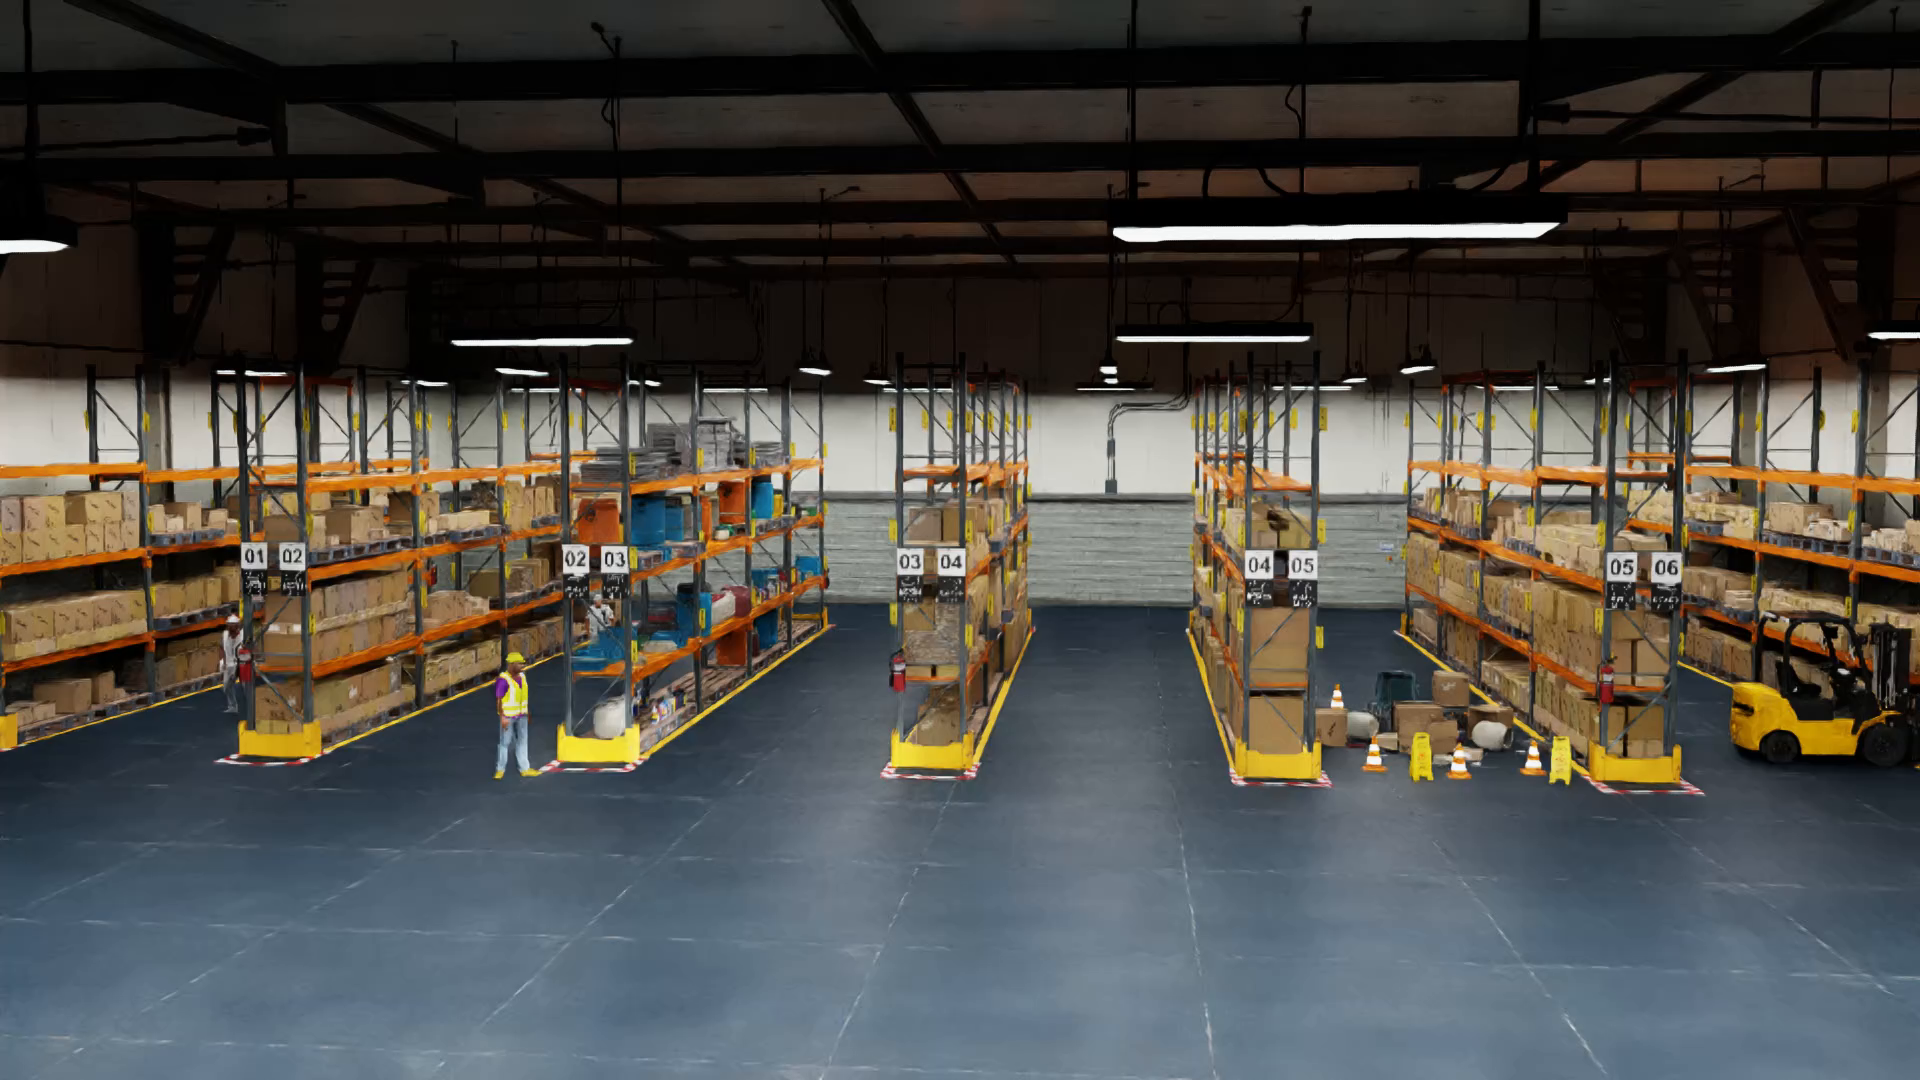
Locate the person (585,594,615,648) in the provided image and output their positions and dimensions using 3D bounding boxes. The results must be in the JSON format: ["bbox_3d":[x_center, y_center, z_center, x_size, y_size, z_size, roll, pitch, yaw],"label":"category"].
[{"bbox_3d":[-7.157,1.860,33.032,0.625,1.611,0.568,0,4,3],"label":"person"}]

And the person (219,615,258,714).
[{"bbox_3d":[-12.315,2.130,28.345,0.702,1.735,0.549,0,4,5],"label":"person"}]

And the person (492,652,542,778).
[{"bbox_3d":[-6.265,2.457,23.355,0.478,1.772,0.649,3,5,32],"label":"person"}]
